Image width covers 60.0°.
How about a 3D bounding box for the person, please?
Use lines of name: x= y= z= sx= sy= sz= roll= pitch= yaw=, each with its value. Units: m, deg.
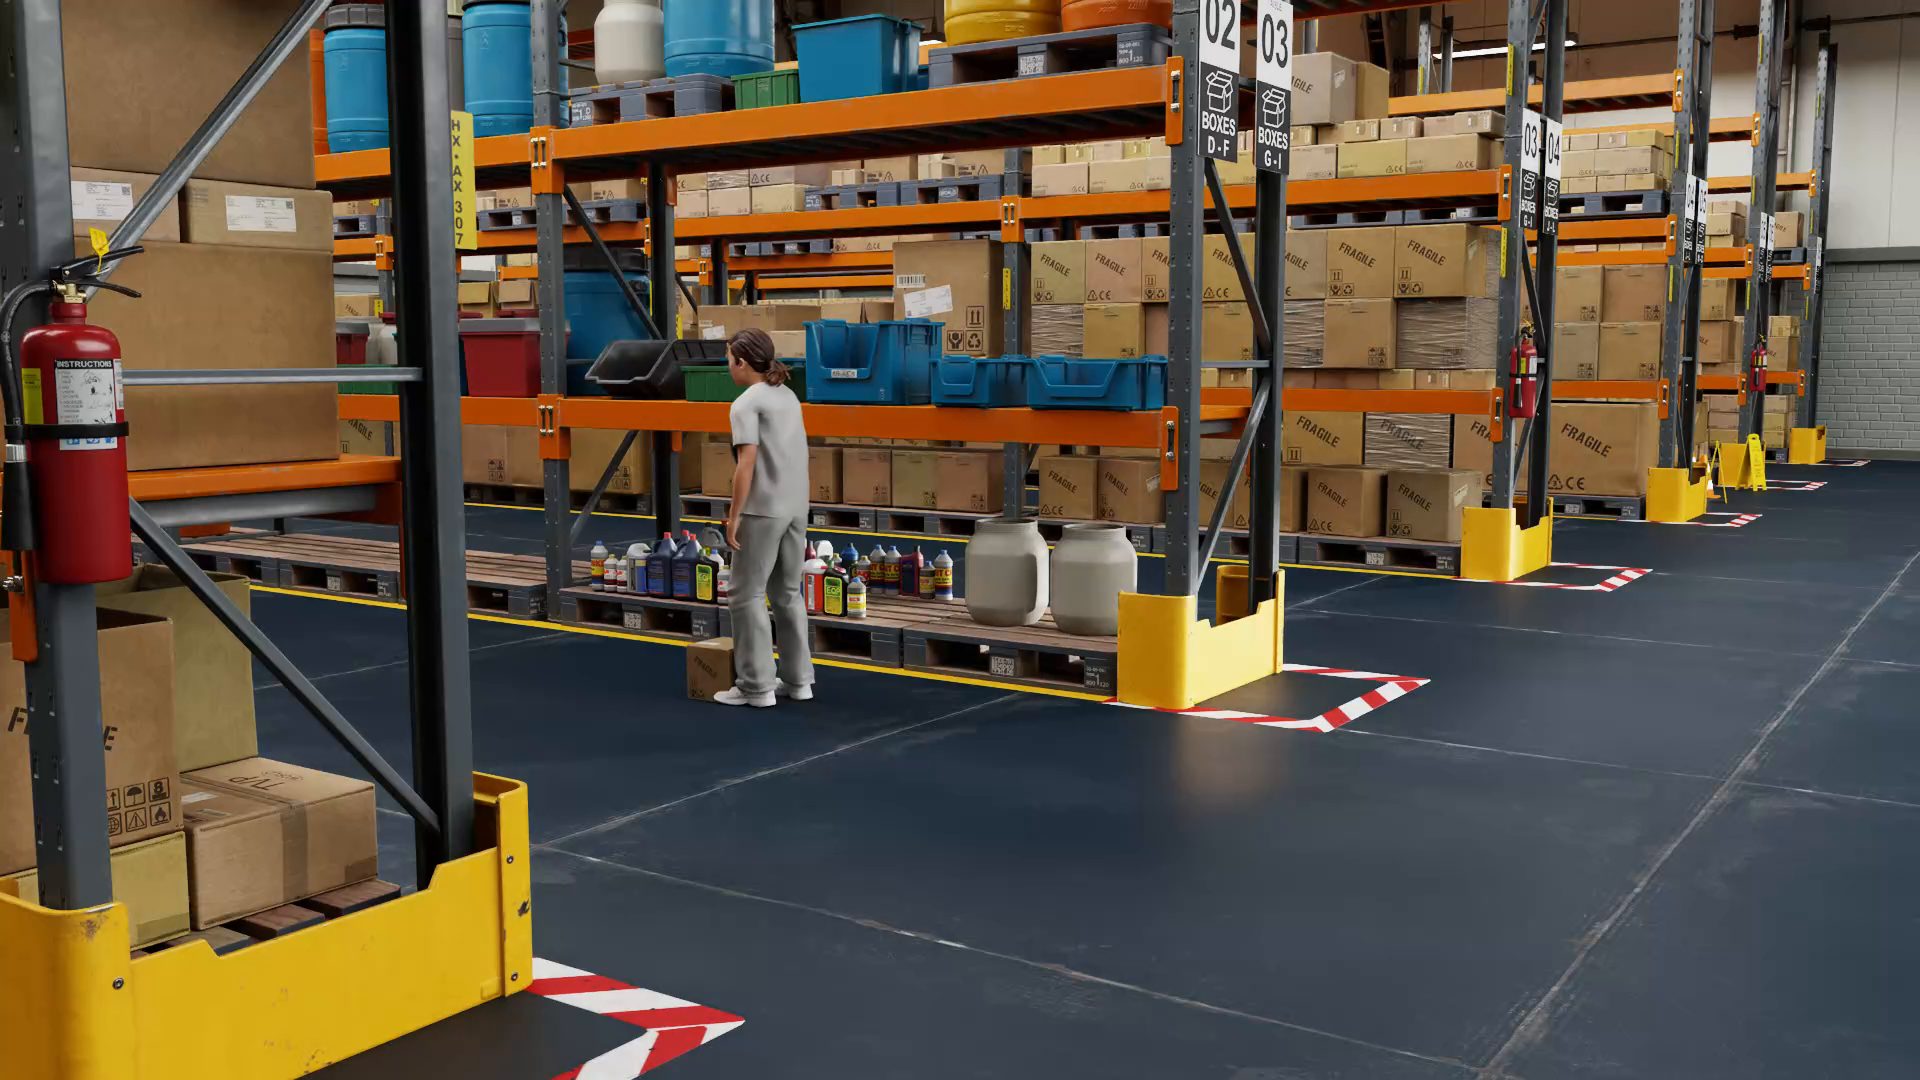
person: x=-0.879 y=-0.101 z=7.374 sx=0.416 sy=1.671 sz=0.514 roll=4 pitch=7 yaw=30
